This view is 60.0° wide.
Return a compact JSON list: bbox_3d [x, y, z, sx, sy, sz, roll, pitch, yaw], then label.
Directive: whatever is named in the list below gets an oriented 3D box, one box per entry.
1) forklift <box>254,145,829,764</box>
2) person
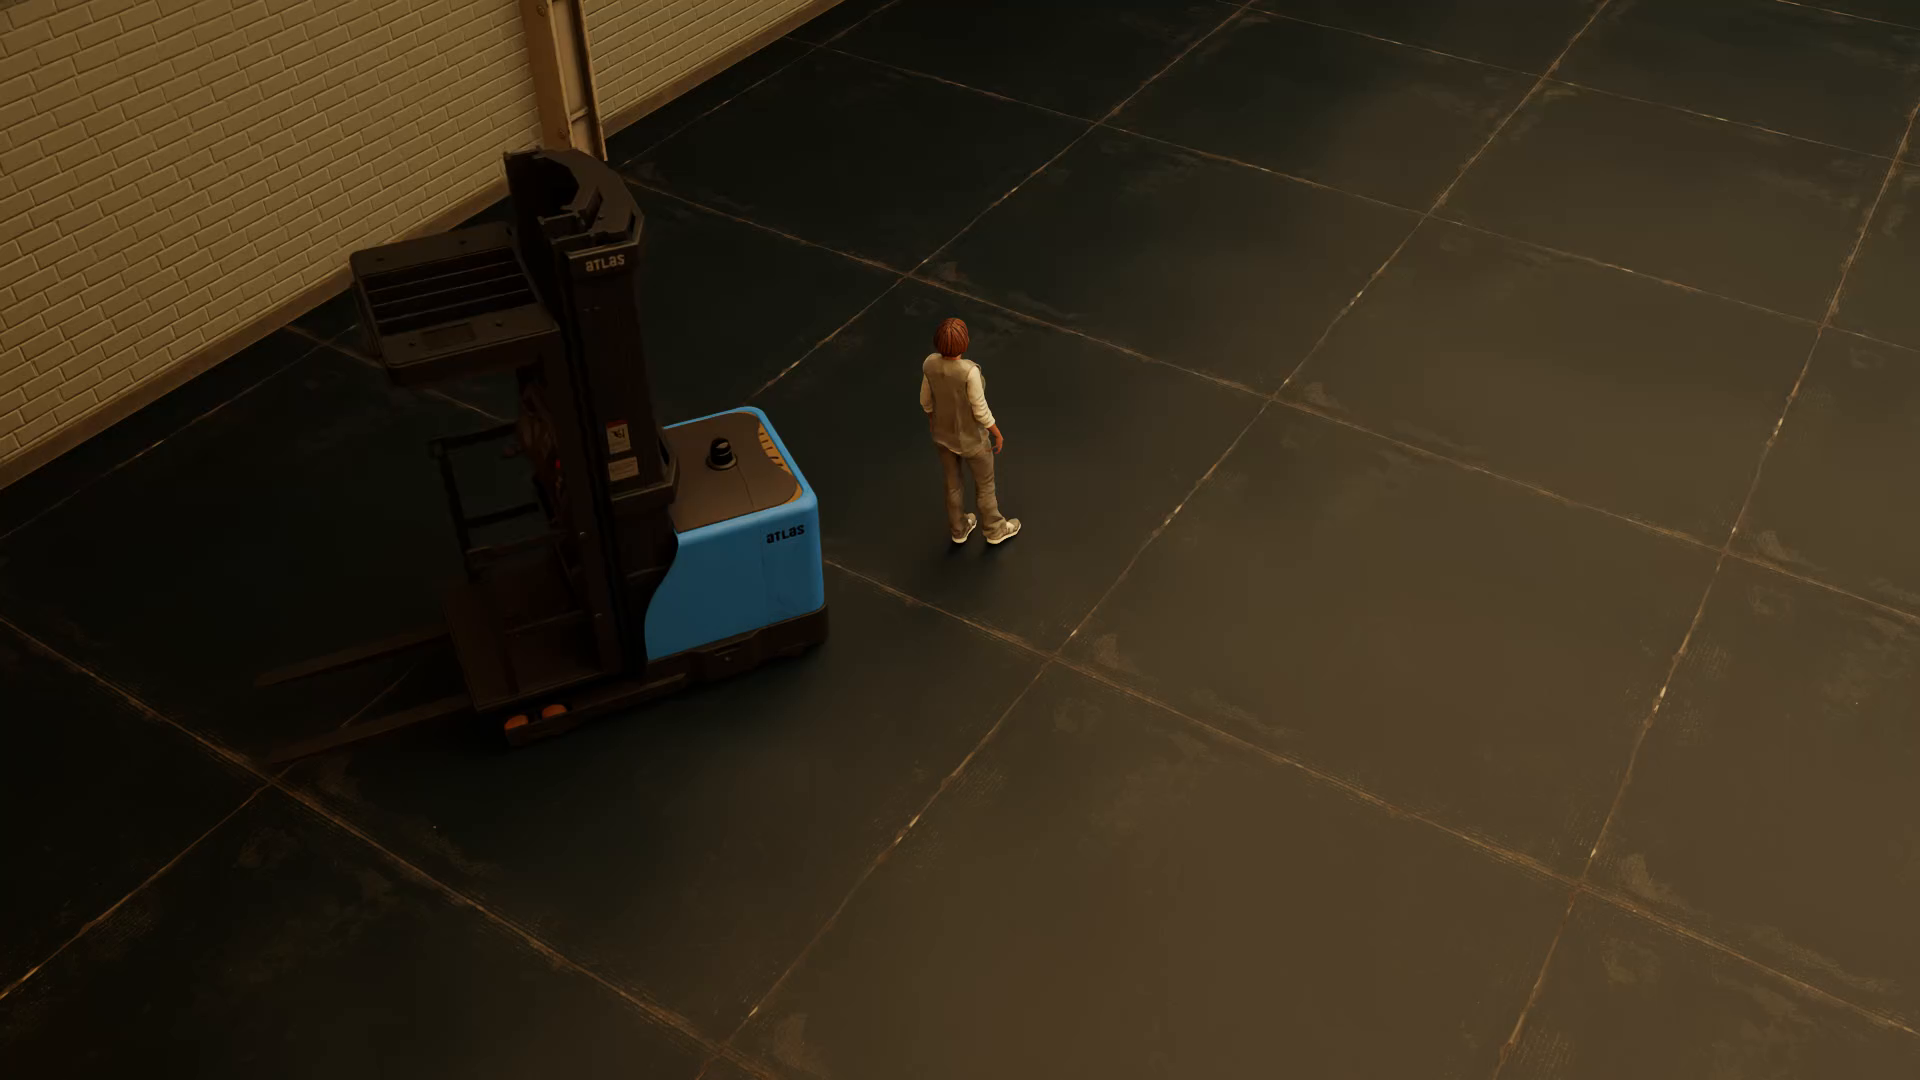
[{"bbox_3d":[-2.308,-0.405,8.444,3.031,2.935,1.130,-16,43,-19],"label":"forklift"},{"bbox_3d":[0.051,-0.650,9.755,0.521,1.596,0.475,22,45,24],"label":"person"}]
